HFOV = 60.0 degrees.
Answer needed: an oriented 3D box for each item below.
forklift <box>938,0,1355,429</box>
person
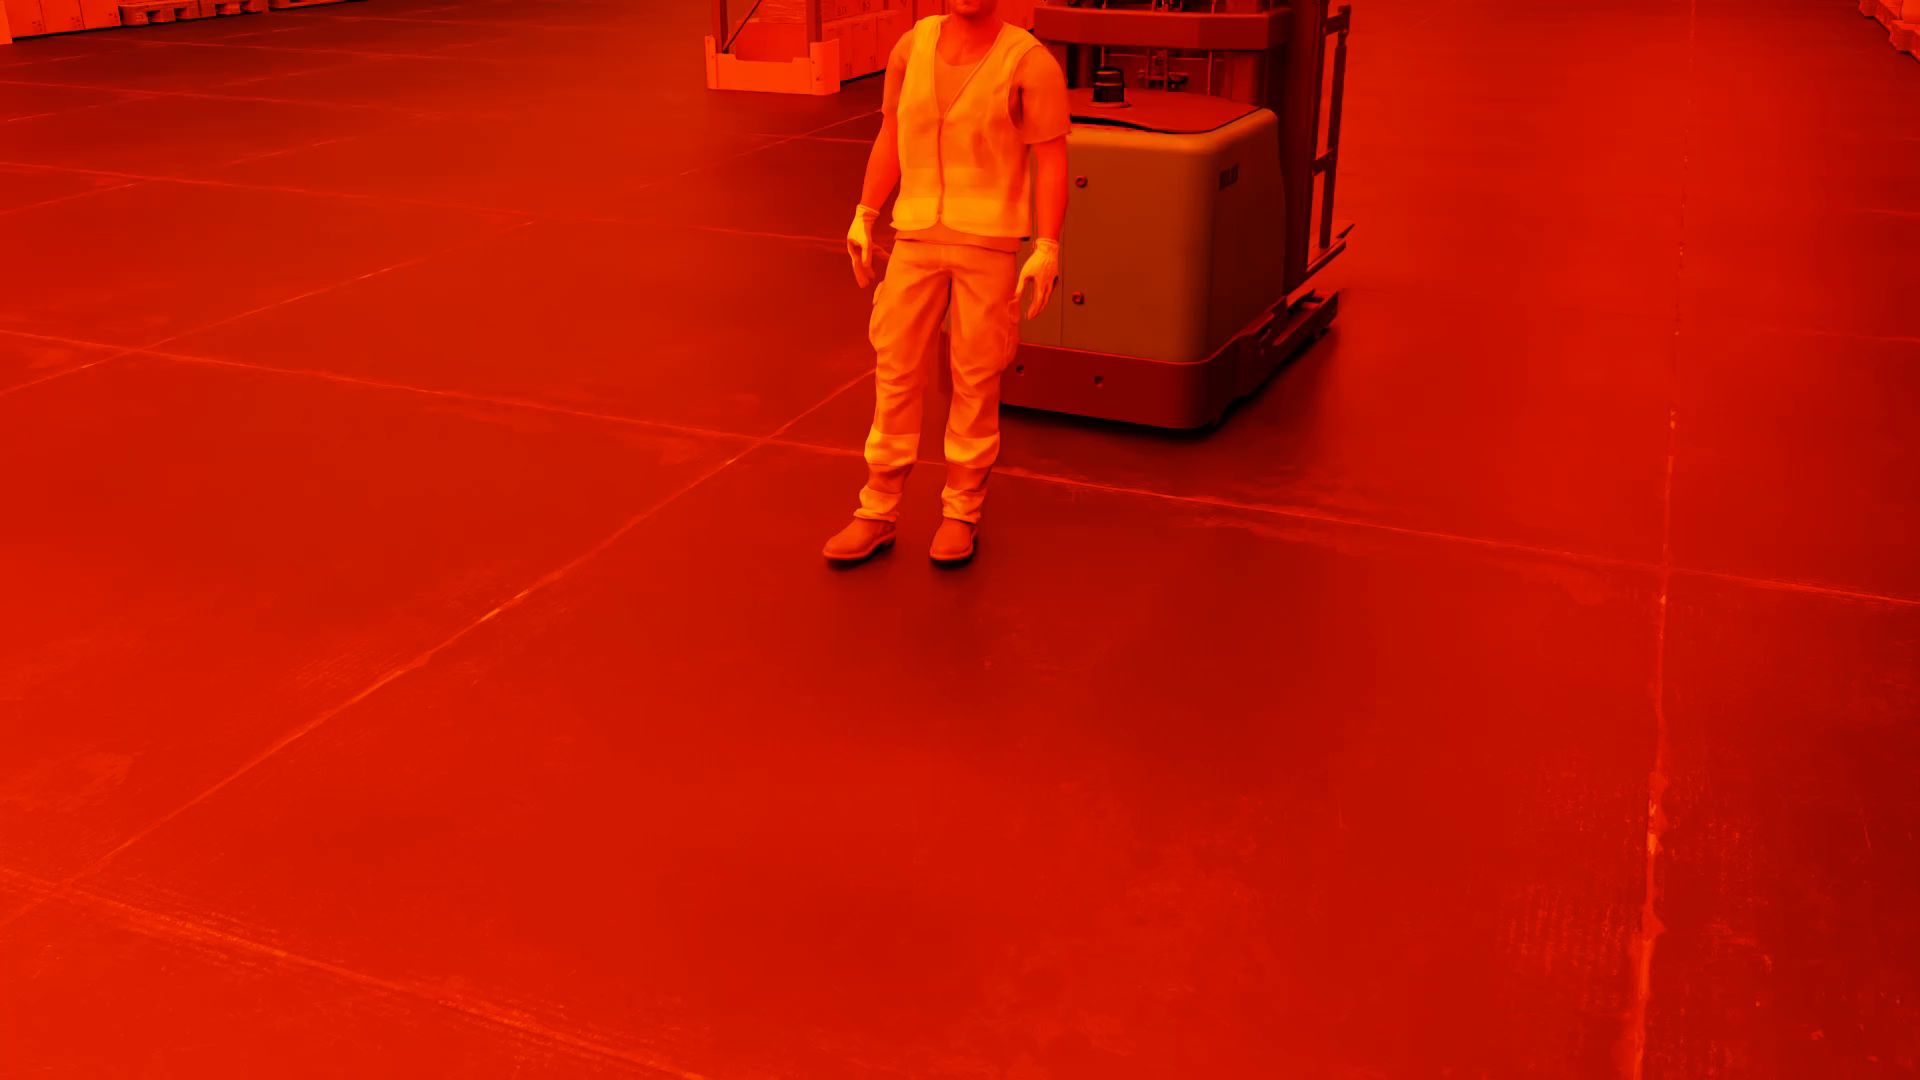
[{"bbox_3d":[1.013,-2.274,6.732,1.130,2.935,3.031,11,25,24],"label":"forklift"},{"bbox_3d":[-0.041,-0.805,4.680,0.638,1.789,0.562,9,24,21],"label":"person"}]
